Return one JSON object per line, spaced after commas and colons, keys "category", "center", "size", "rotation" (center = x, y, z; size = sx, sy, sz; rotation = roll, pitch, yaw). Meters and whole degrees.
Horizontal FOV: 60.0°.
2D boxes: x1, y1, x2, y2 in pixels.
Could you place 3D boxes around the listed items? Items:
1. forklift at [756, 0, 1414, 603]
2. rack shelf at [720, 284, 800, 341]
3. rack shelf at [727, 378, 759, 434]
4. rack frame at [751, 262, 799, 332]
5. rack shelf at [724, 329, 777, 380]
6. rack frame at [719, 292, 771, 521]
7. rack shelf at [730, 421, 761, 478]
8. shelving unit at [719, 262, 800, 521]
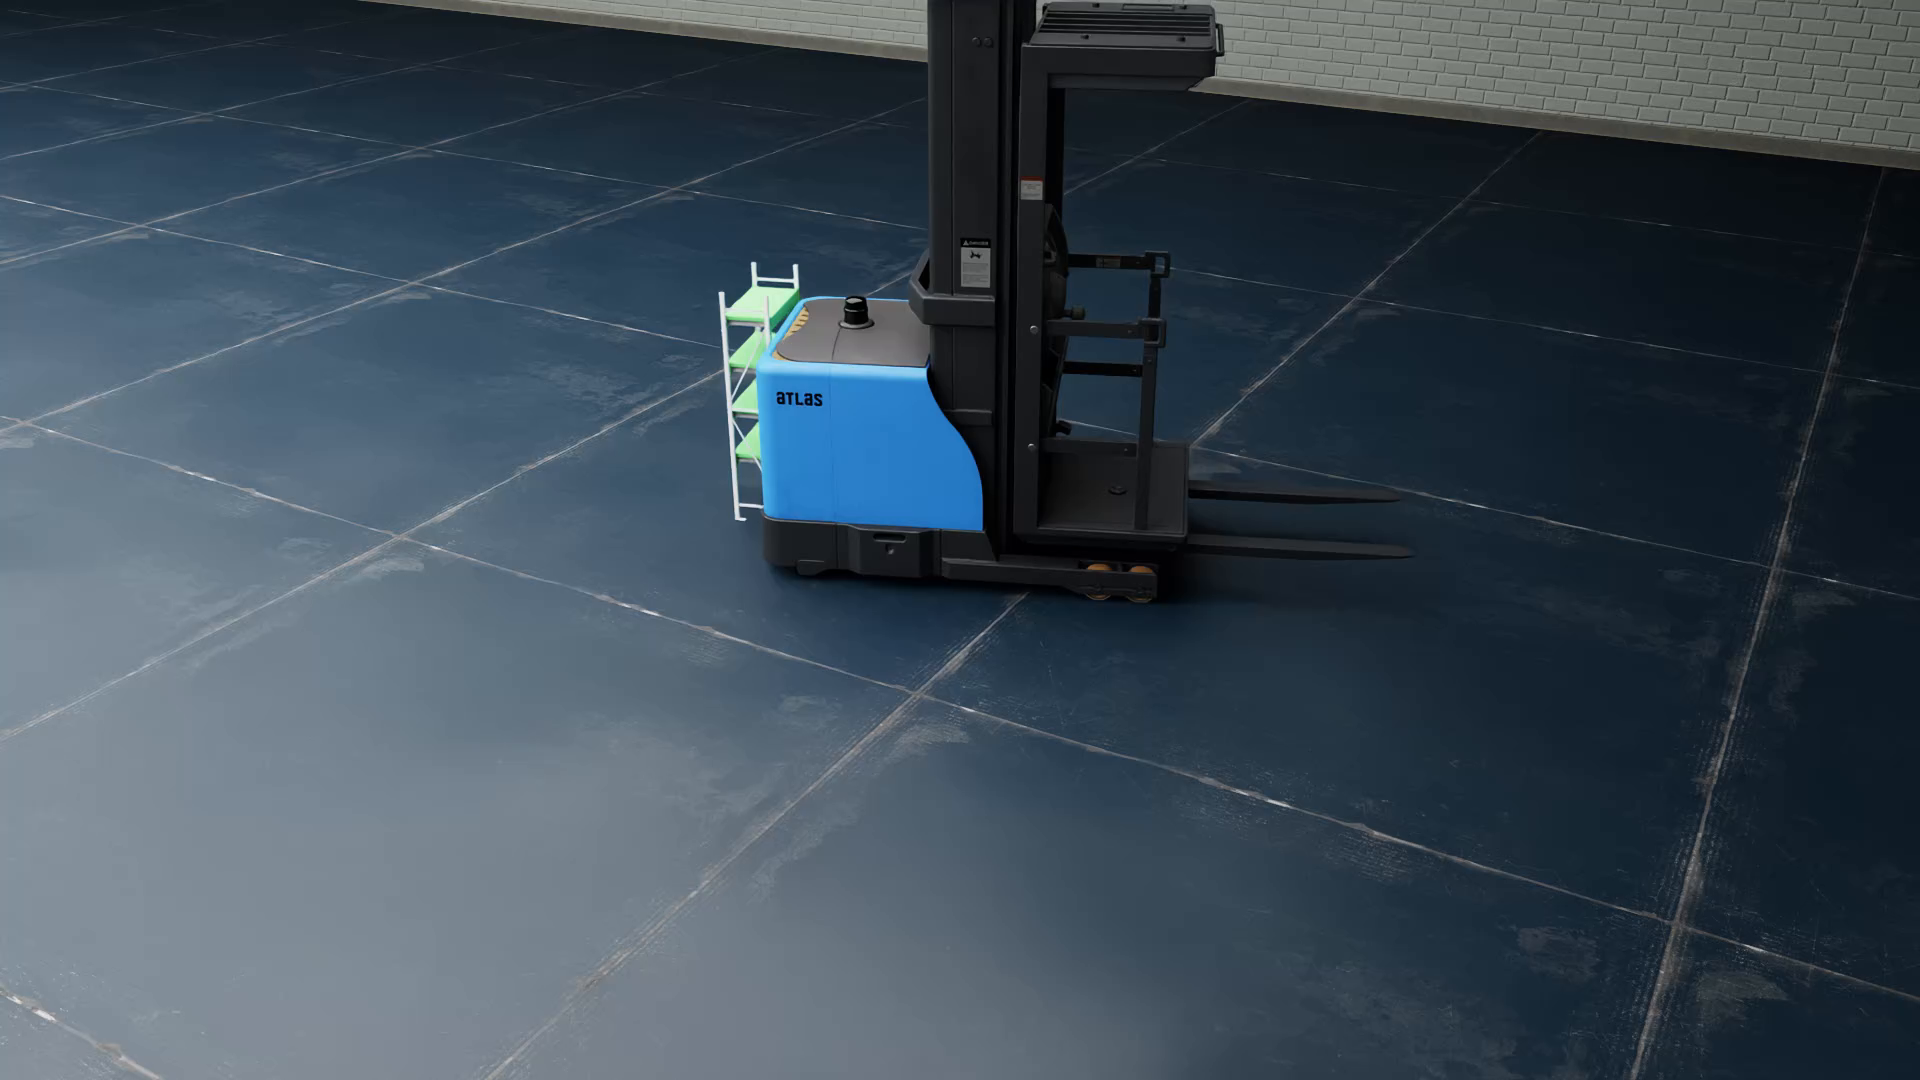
{"category": "forklift", "center": [0.620, -1.274, 7.521], "size": [3.031, 2.935, 1.130], "rotation": [3, 27, 7]}
{"category": "rack shelf", "center": [-0.978, -1.112, 8.200], "size": [0.258, 0.148, 0.480], "rotation": [5, 27, 11]}
{"category": "rack shelf", "center": [-0.975, -0.683, 8.415], "size": [0.258, 0.148, 0.480], "rotation": [5, 27, 11]}
{"category": "rack frame", "center": [-0.925, -0.847, 8.600], "size": [0.240, 1.200, 0.015], "rotation": [5, 27, 11]}
{"category": "rack shelf", "center": [-0.976, -0.898, 8.308], "size": [0.258, 0.148, 0.480], "rotation": [5, 27, 11]}
{"category": "rack frame", "center": [-1.025, -0.633, 8.173], "size": [0.240, 1.200, 0.015], "rotation": [5, 27, 11]}
{"category": "rack shelf", "center": [-0.974, -0.468, 8.522], "size": [0.258, 0.148, 0.480], "rotation": [5, 27, 11]}
{"category": "shelving unit", "center": [-0.975, -0.740, 8.386], "size": [0.258, 1.200, 0.503], "rotation": [5, 27, 11]}
